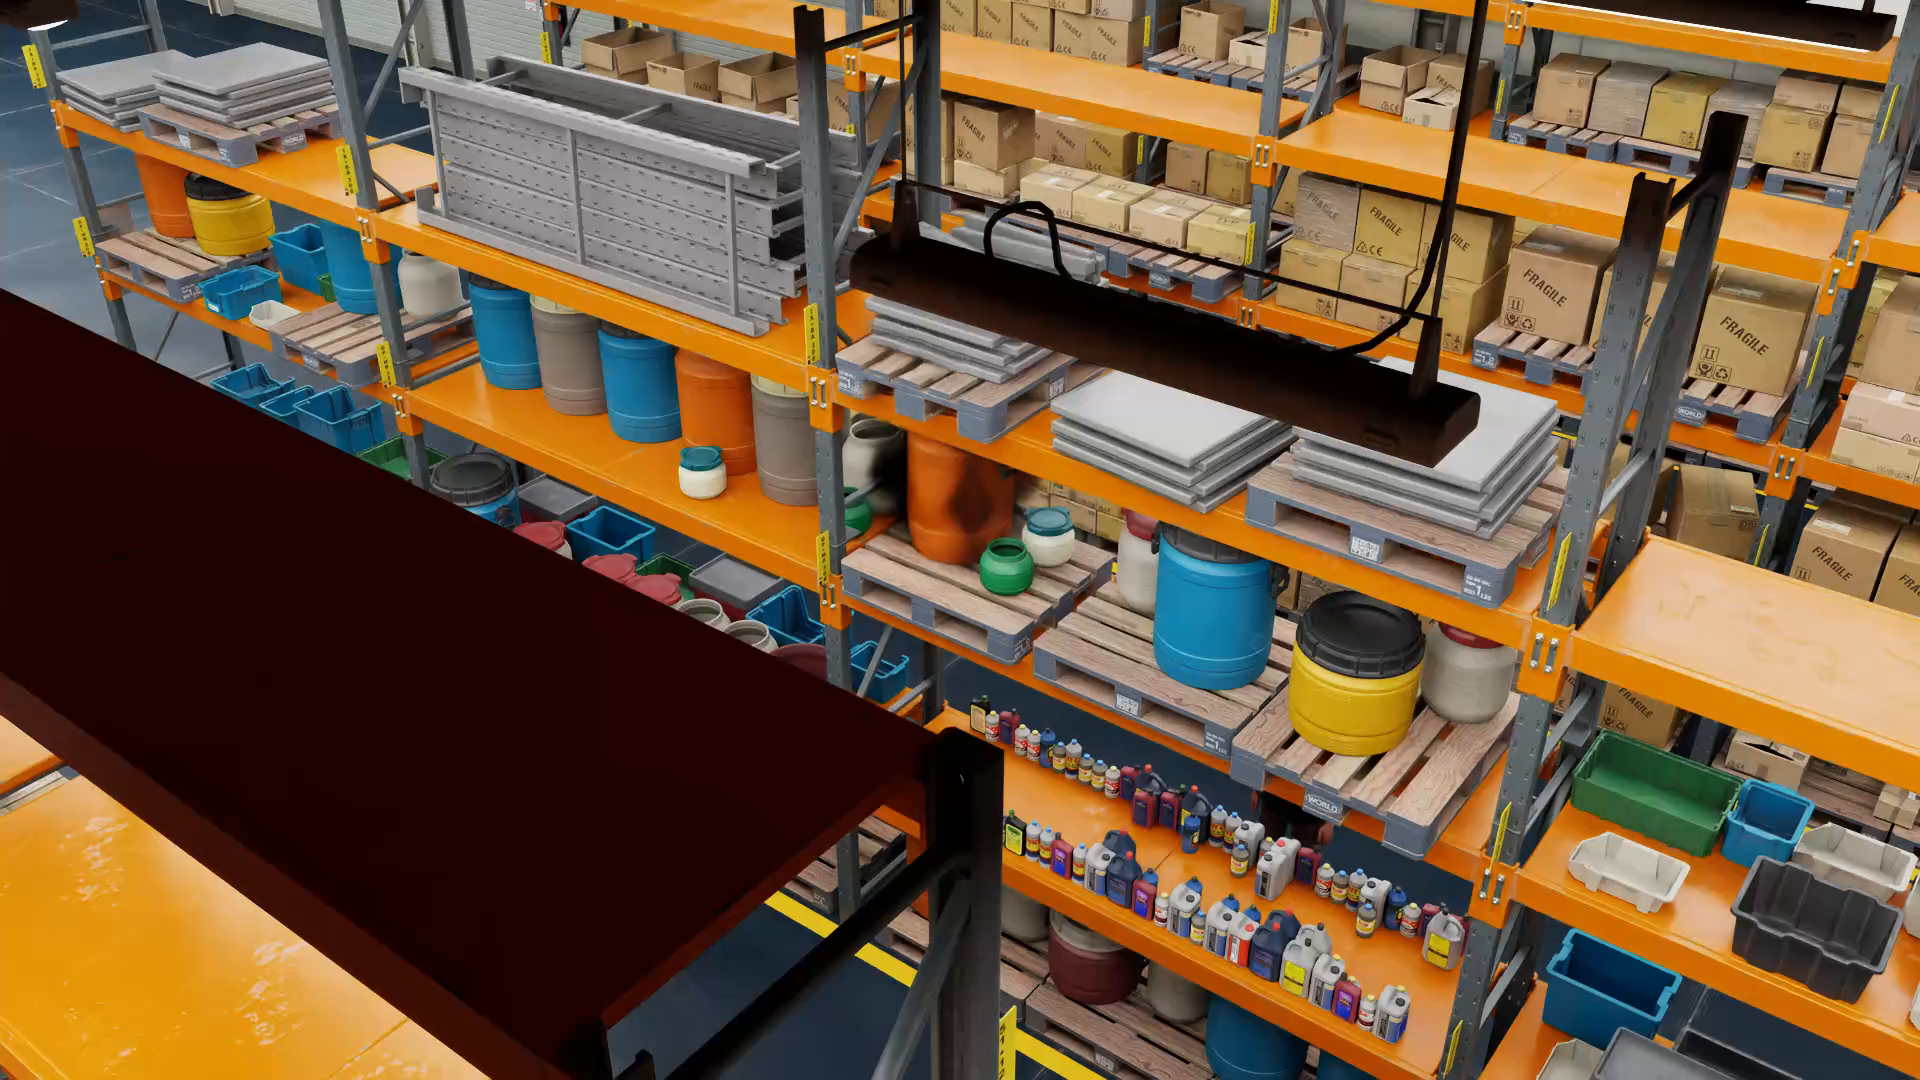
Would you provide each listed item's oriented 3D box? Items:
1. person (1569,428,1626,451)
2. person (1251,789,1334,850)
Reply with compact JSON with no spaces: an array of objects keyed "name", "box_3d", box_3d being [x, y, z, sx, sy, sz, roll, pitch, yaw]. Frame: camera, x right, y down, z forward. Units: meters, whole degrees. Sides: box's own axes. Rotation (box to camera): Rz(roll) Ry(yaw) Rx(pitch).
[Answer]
[{"name":"person","box_3d":[5.608,-0.566,14.614,0.833,1.708,0.607,25,39,35]},{"name":"person","box_3d":[2.129,1.755,10.708,0.590,1.724,0.407,20,37,29]}]
